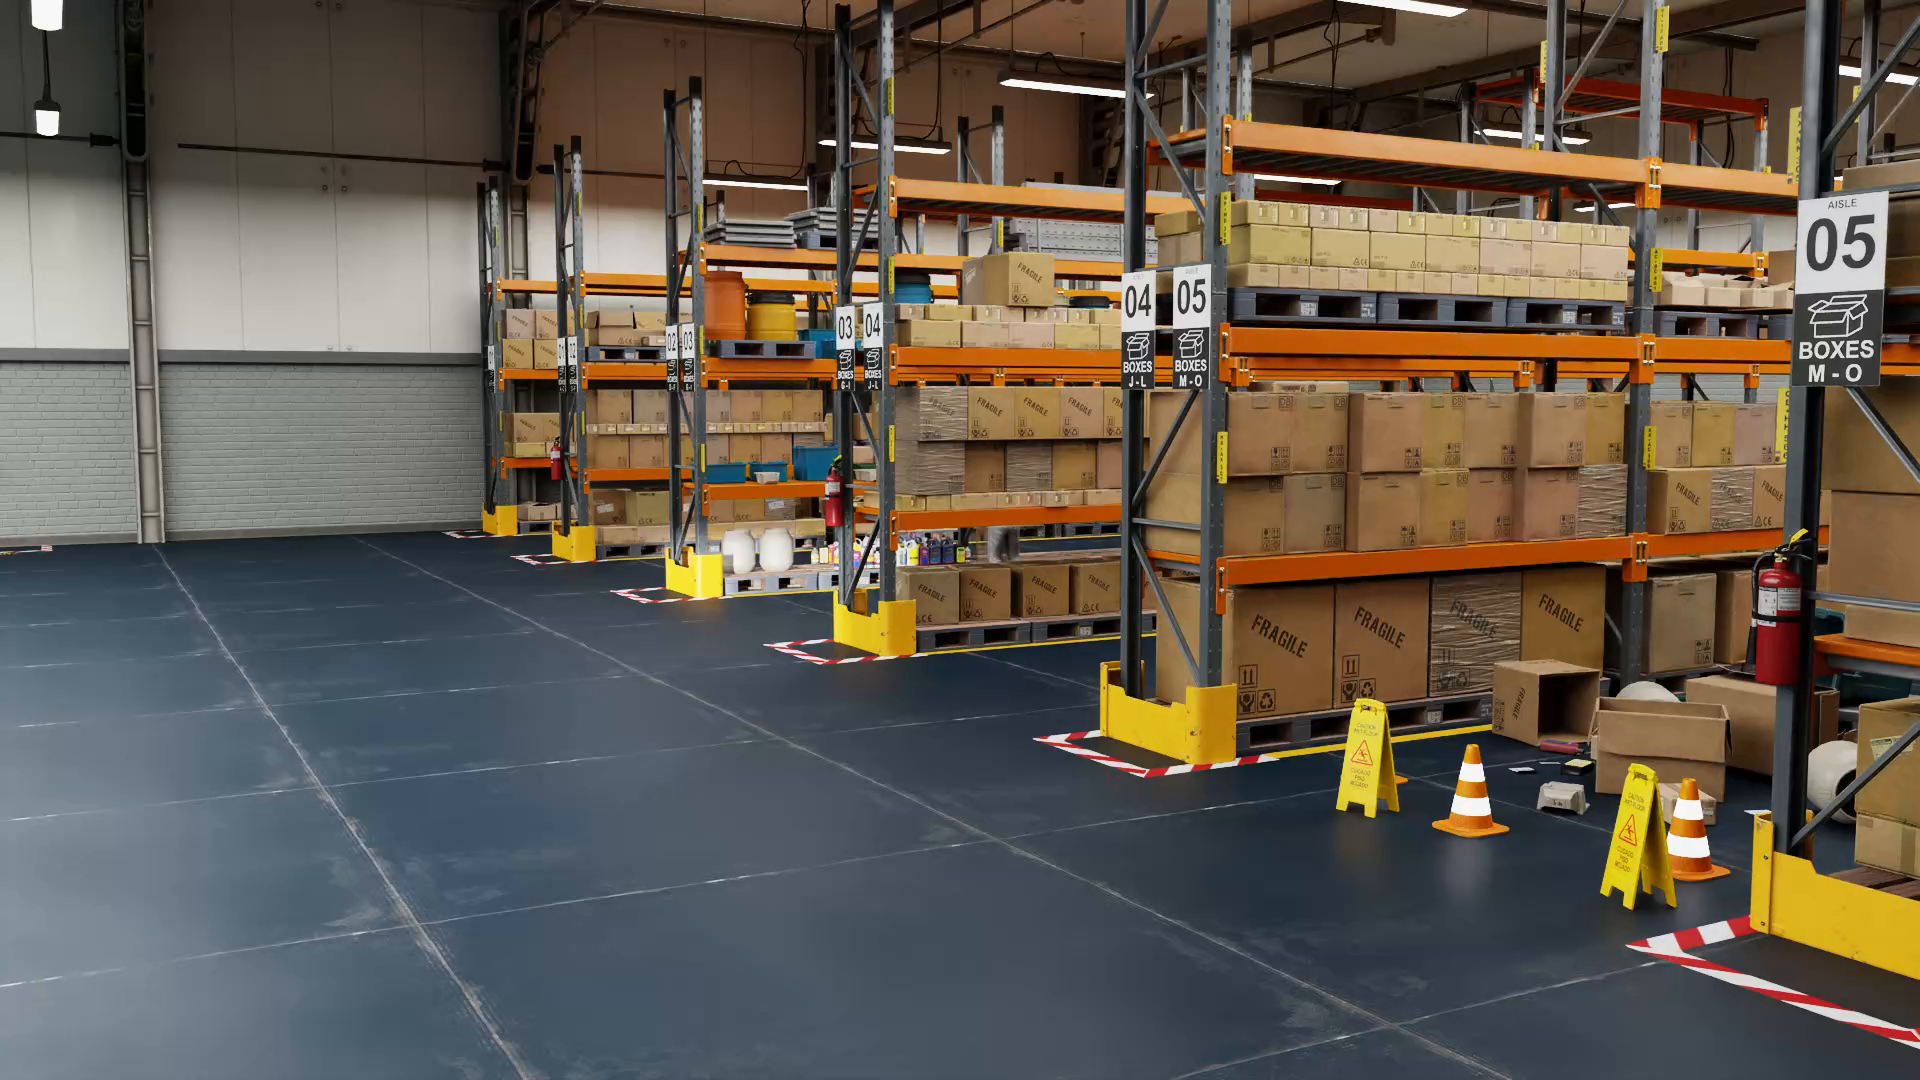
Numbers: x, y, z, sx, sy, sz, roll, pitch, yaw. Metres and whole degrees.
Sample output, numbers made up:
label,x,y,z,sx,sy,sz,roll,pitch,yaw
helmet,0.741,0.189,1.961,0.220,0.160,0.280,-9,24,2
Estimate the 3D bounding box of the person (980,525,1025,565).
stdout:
label,x,y,z,sx,sy,sz,roll,pitch,yaw
person,0.502,-0.196,19.412,0.627,1.759,0.463,-3,6,-31
